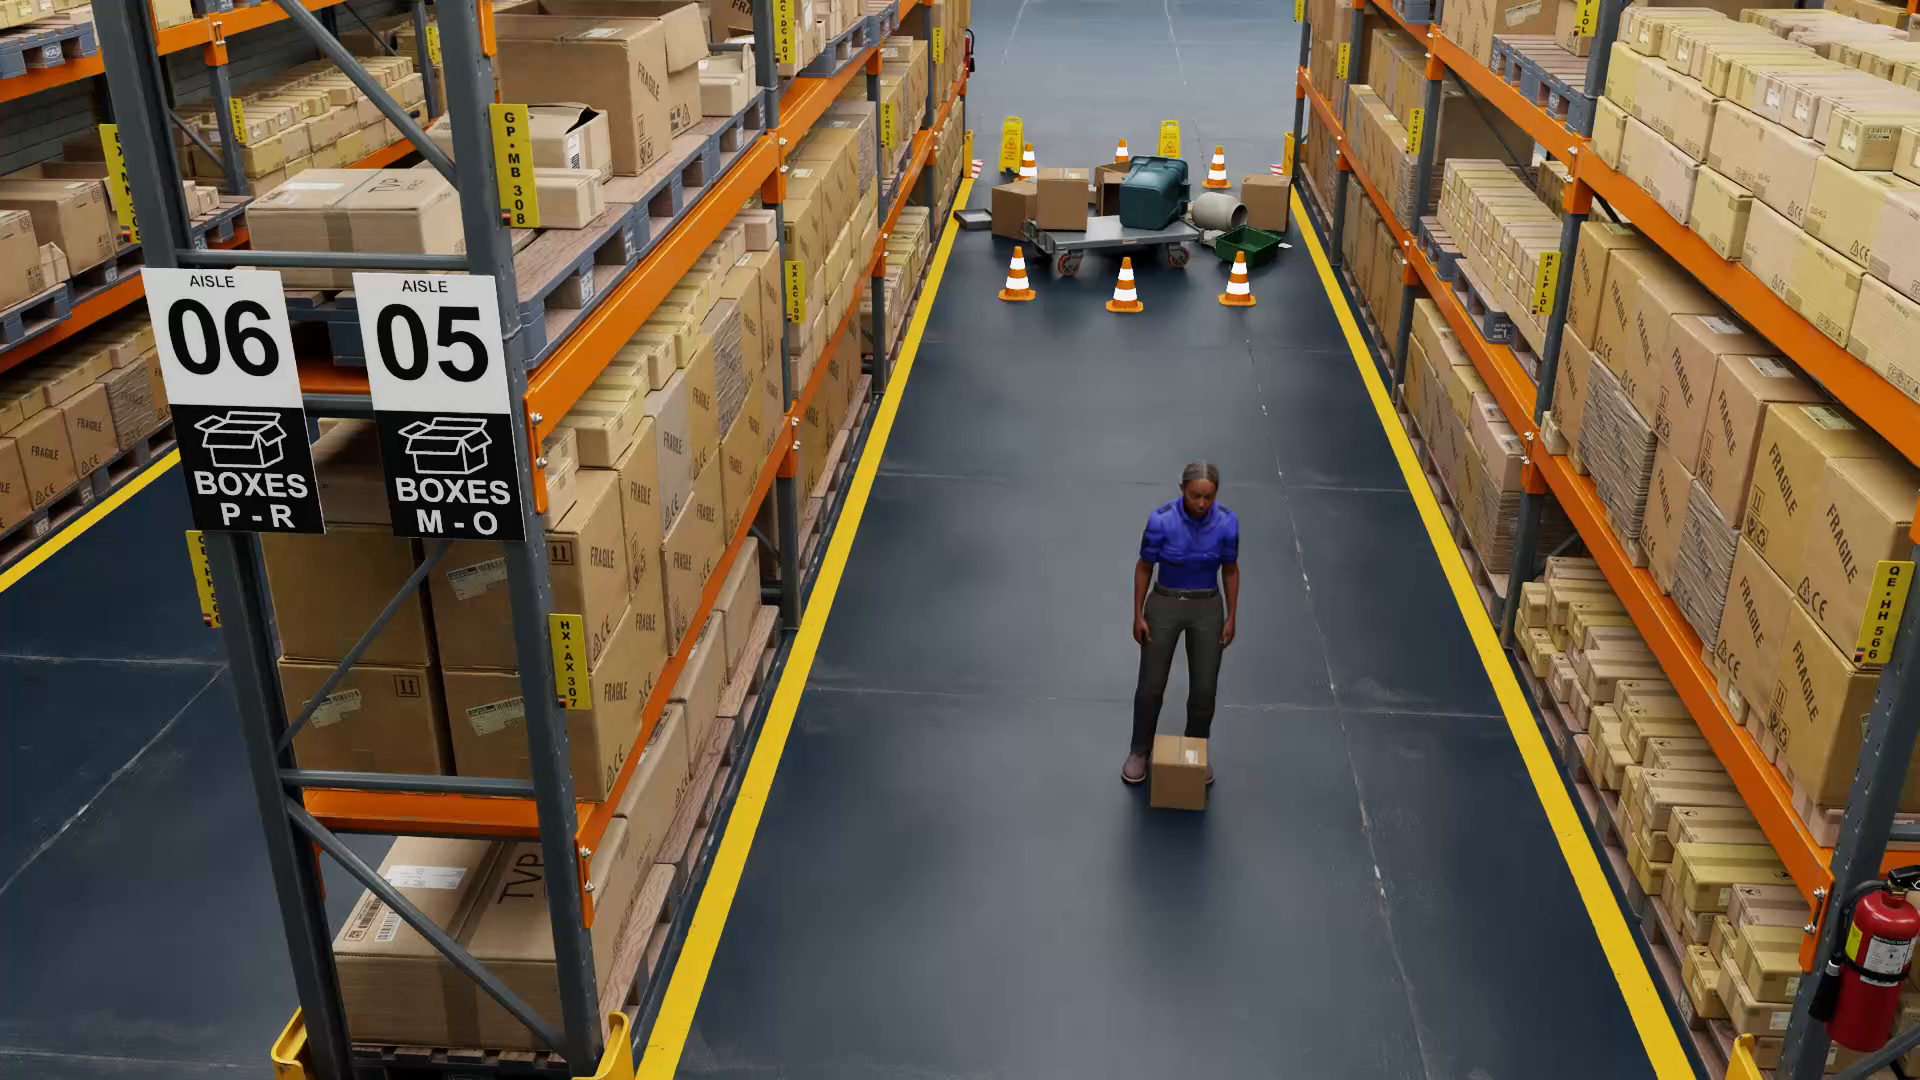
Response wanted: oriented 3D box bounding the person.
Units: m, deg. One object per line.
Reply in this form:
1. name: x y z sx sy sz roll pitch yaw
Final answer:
1. person: 1.047 0.368 7.813 0.518 1.653 0.351 1 25 2
